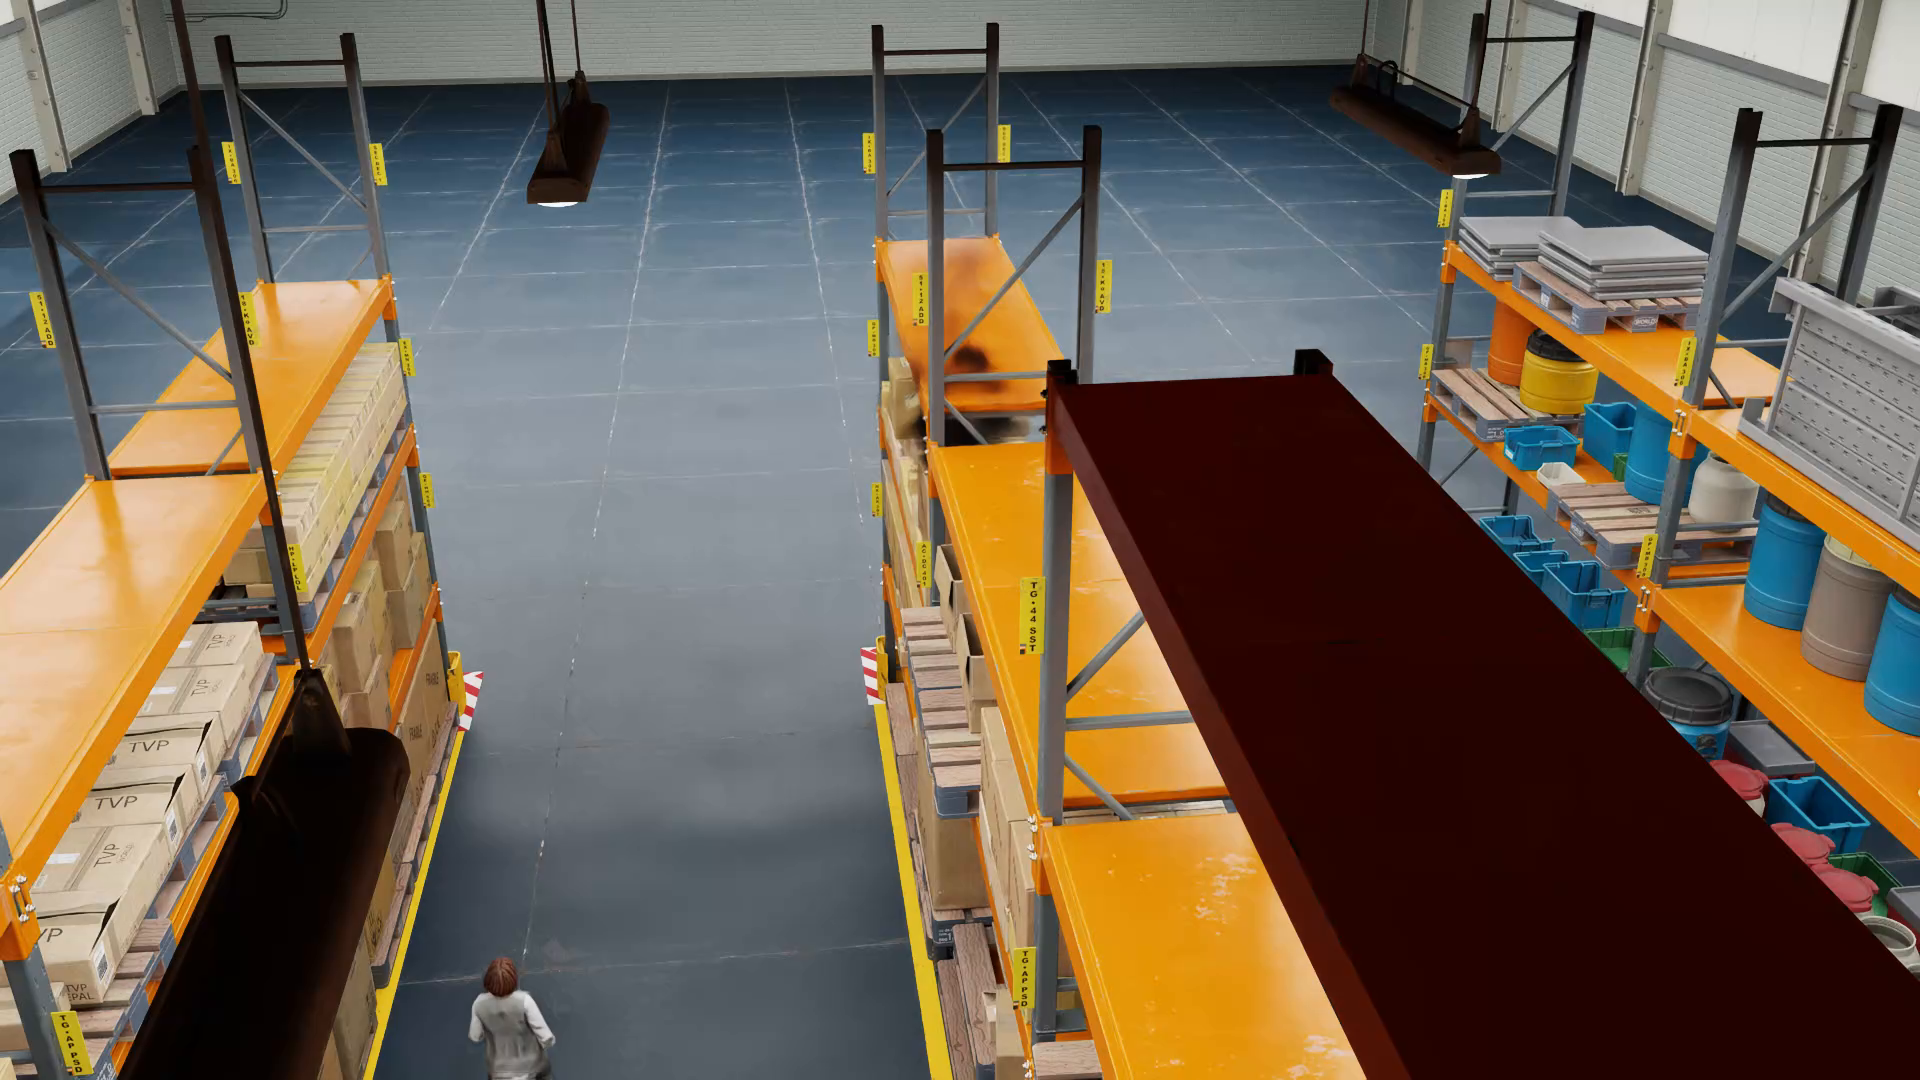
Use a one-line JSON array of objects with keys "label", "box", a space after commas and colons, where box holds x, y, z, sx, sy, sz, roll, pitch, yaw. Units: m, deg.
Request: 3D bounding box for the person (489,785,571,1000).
[{"label": "person", "box": [-2.972, 2.426, 11.572, 0.530, 1.617, 0.696, -3, 26, -7]}]
